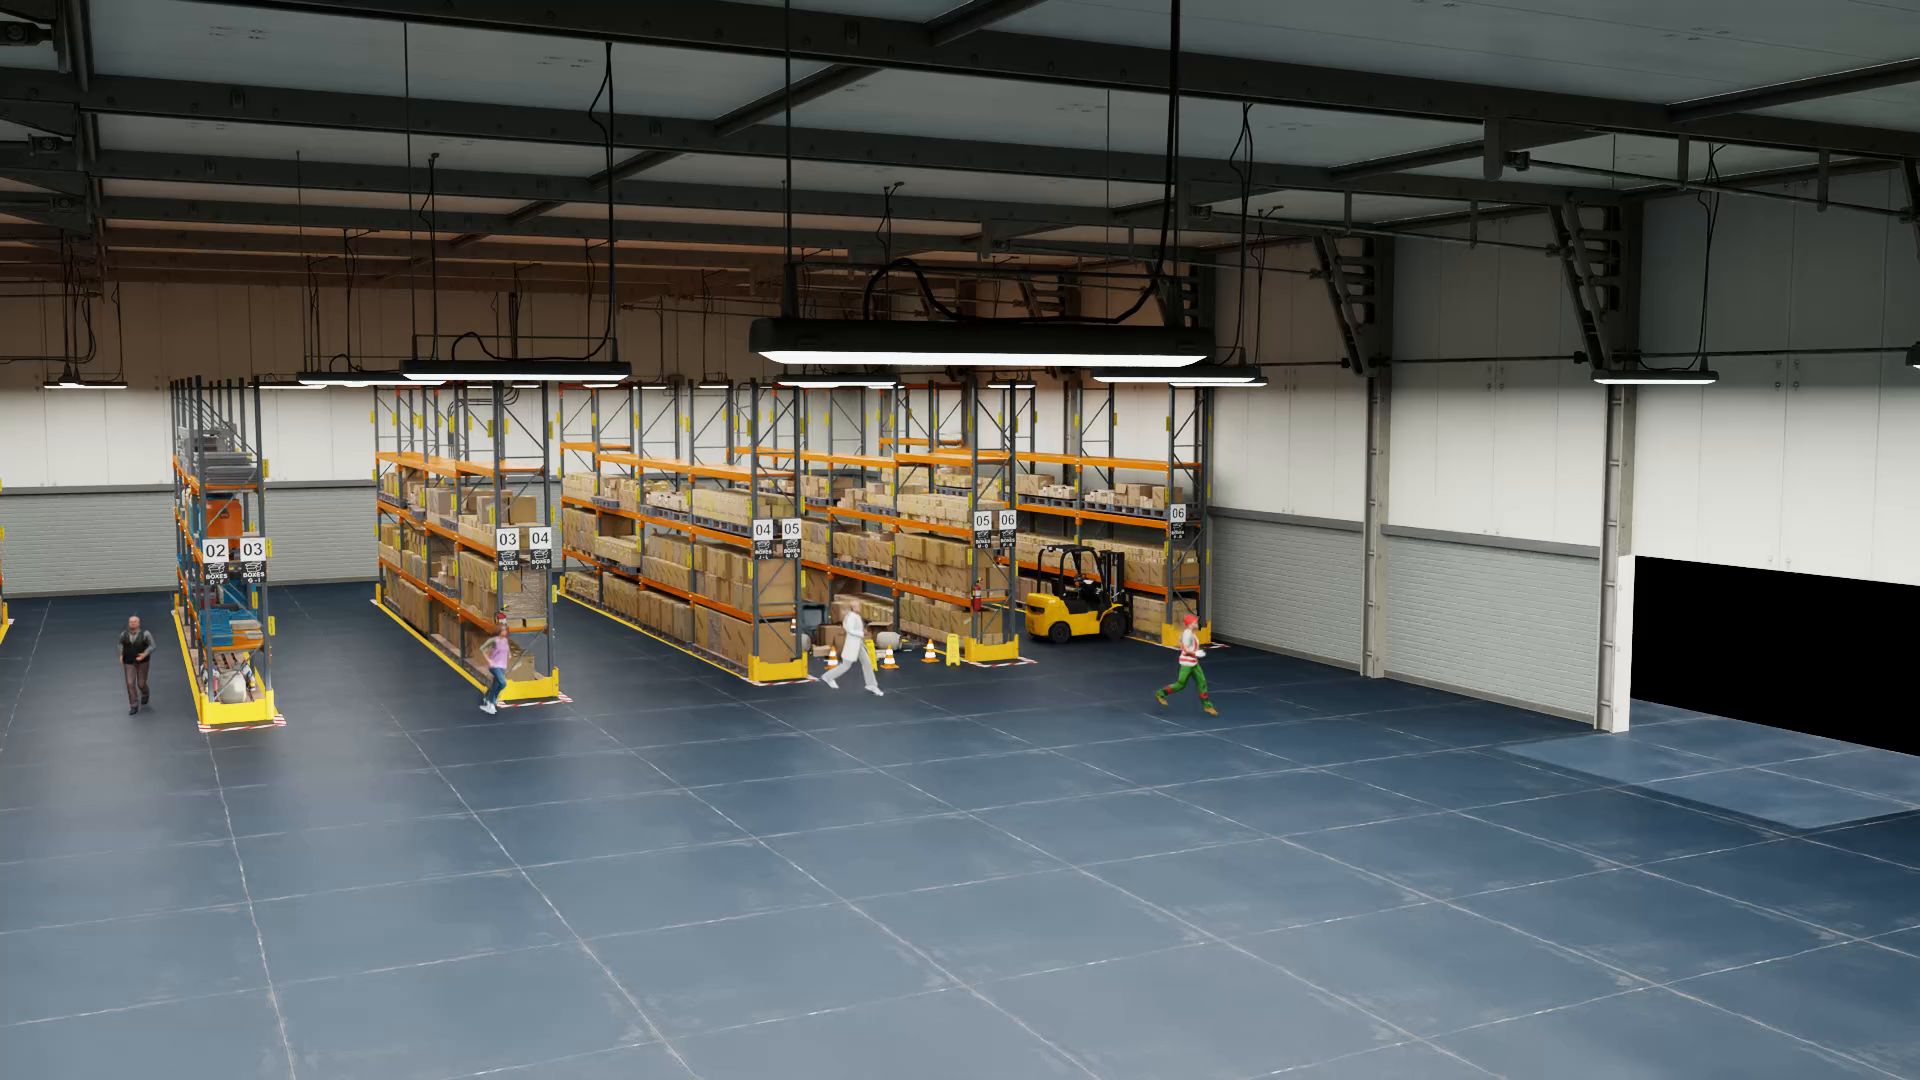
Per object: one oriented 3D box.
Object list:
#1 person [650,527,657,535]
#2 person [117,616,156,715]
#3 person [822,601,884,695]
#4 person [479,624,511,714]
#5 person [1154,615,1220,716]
[{"bbox_3d":[-9.375,0.420,50.668,0.602,1.604,0.540,4,6,37],"label":"person"},{"bbox_3d":[-14.768,2.222,29.818,0.664,1.724,0.849,-2,5,-16],"label":"person"},{"bbox_3d":[-2.054,2.050,31.455,1.179,1.813,0.663,1,5,14],"label":"person"},{"bbox_3d":[-8.283,2.295,29.738,0.620,1.578,0.529,2,5,20],"label":"person"},{"bbox_3d":[4.023,2.221,29.442,1.162,1.791,0.623,2,5,22],"label":"person"}]
